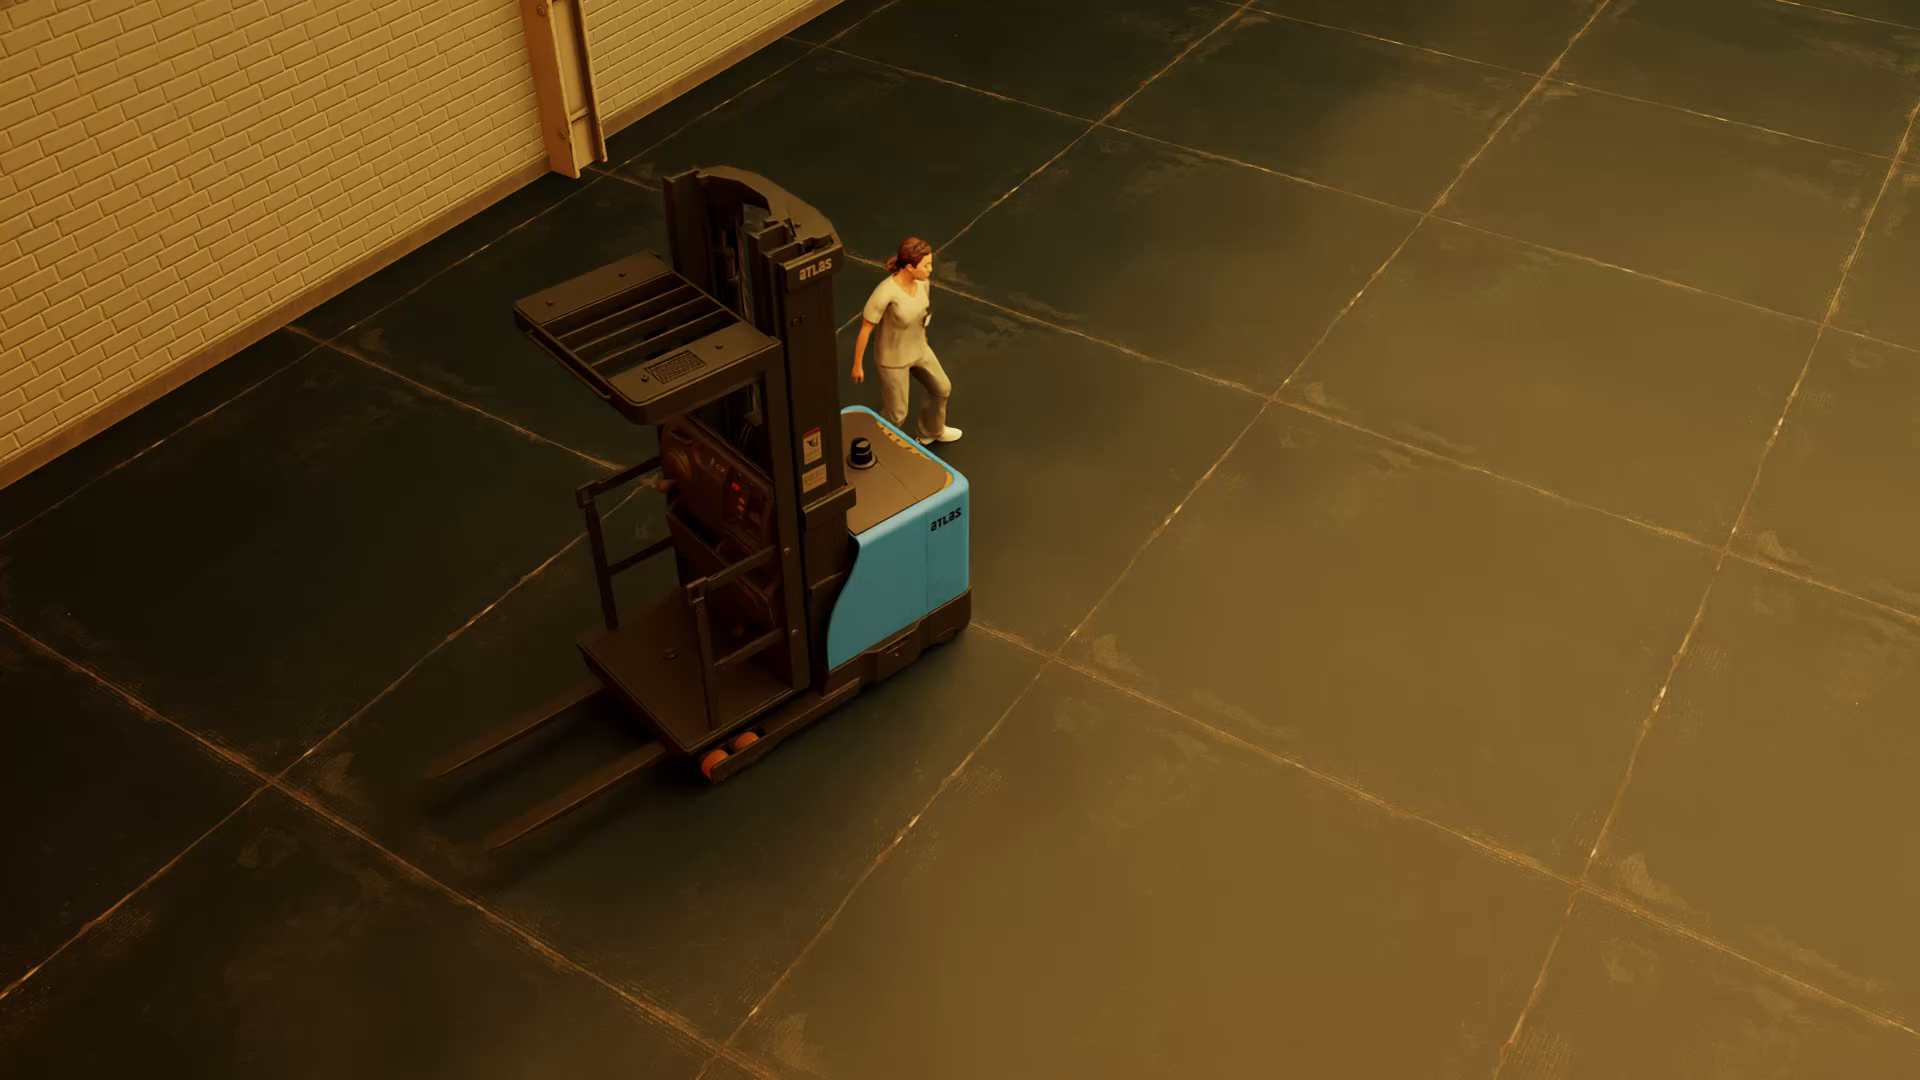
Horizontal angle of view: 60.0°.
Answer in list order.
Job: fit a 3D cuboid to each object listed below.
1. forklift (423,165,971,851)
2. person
[{"bbox_3d":[-1.380,-0.236,8.245,3.031,2.935,1.130,-29,48,-30],"label":"forklift"},{"bbox_3d":[-0.359,-1.174,10.376,0.401,1.645,0.794,31,49,32],"label":"person"}]
